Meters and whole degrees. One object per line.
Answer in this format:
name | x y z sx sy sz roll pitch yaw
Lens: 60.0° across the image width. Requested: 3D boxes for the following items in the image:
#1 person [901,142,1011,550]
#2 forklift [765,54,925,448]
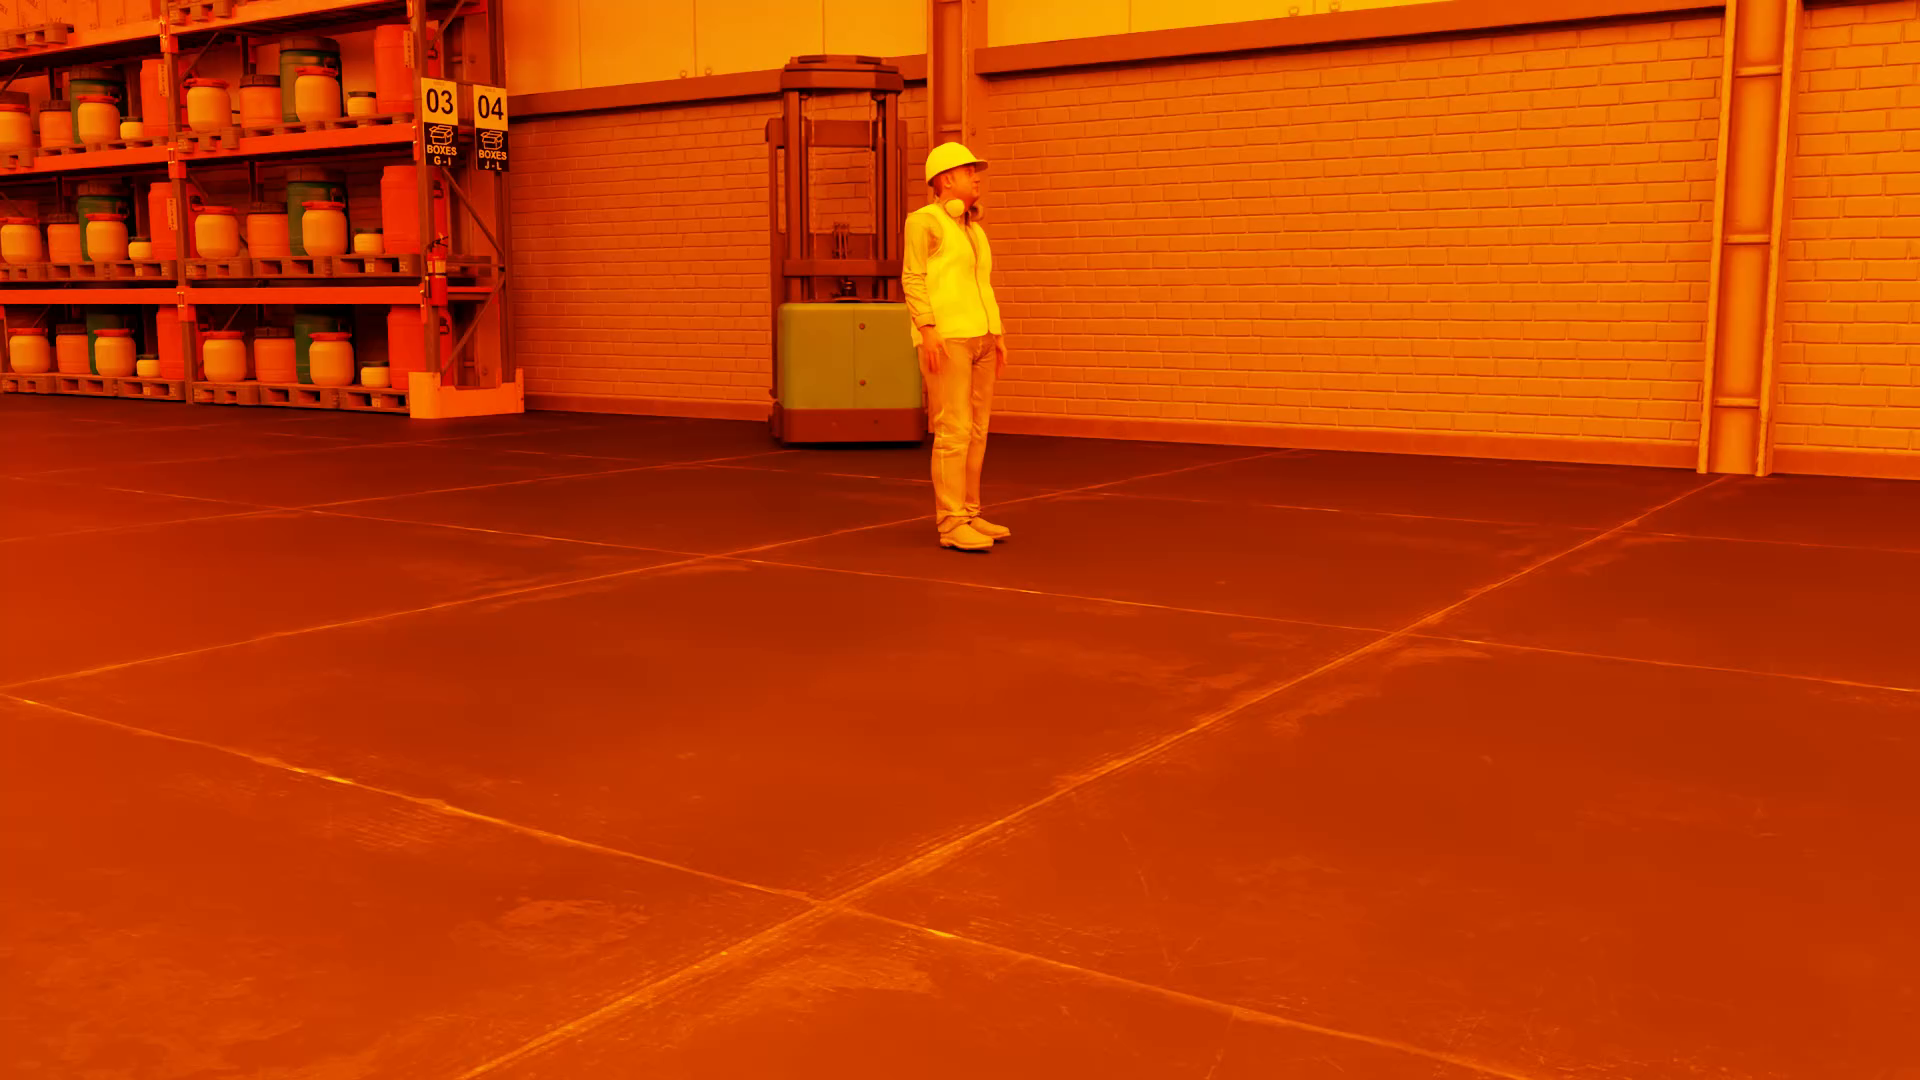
person | 0.048 -0.880 7.437 0.566 1.775 0.634 5 10 34
forklift | -0.995 -2.307 13.415 1.130 2.935 3.031 -1 8 -9
